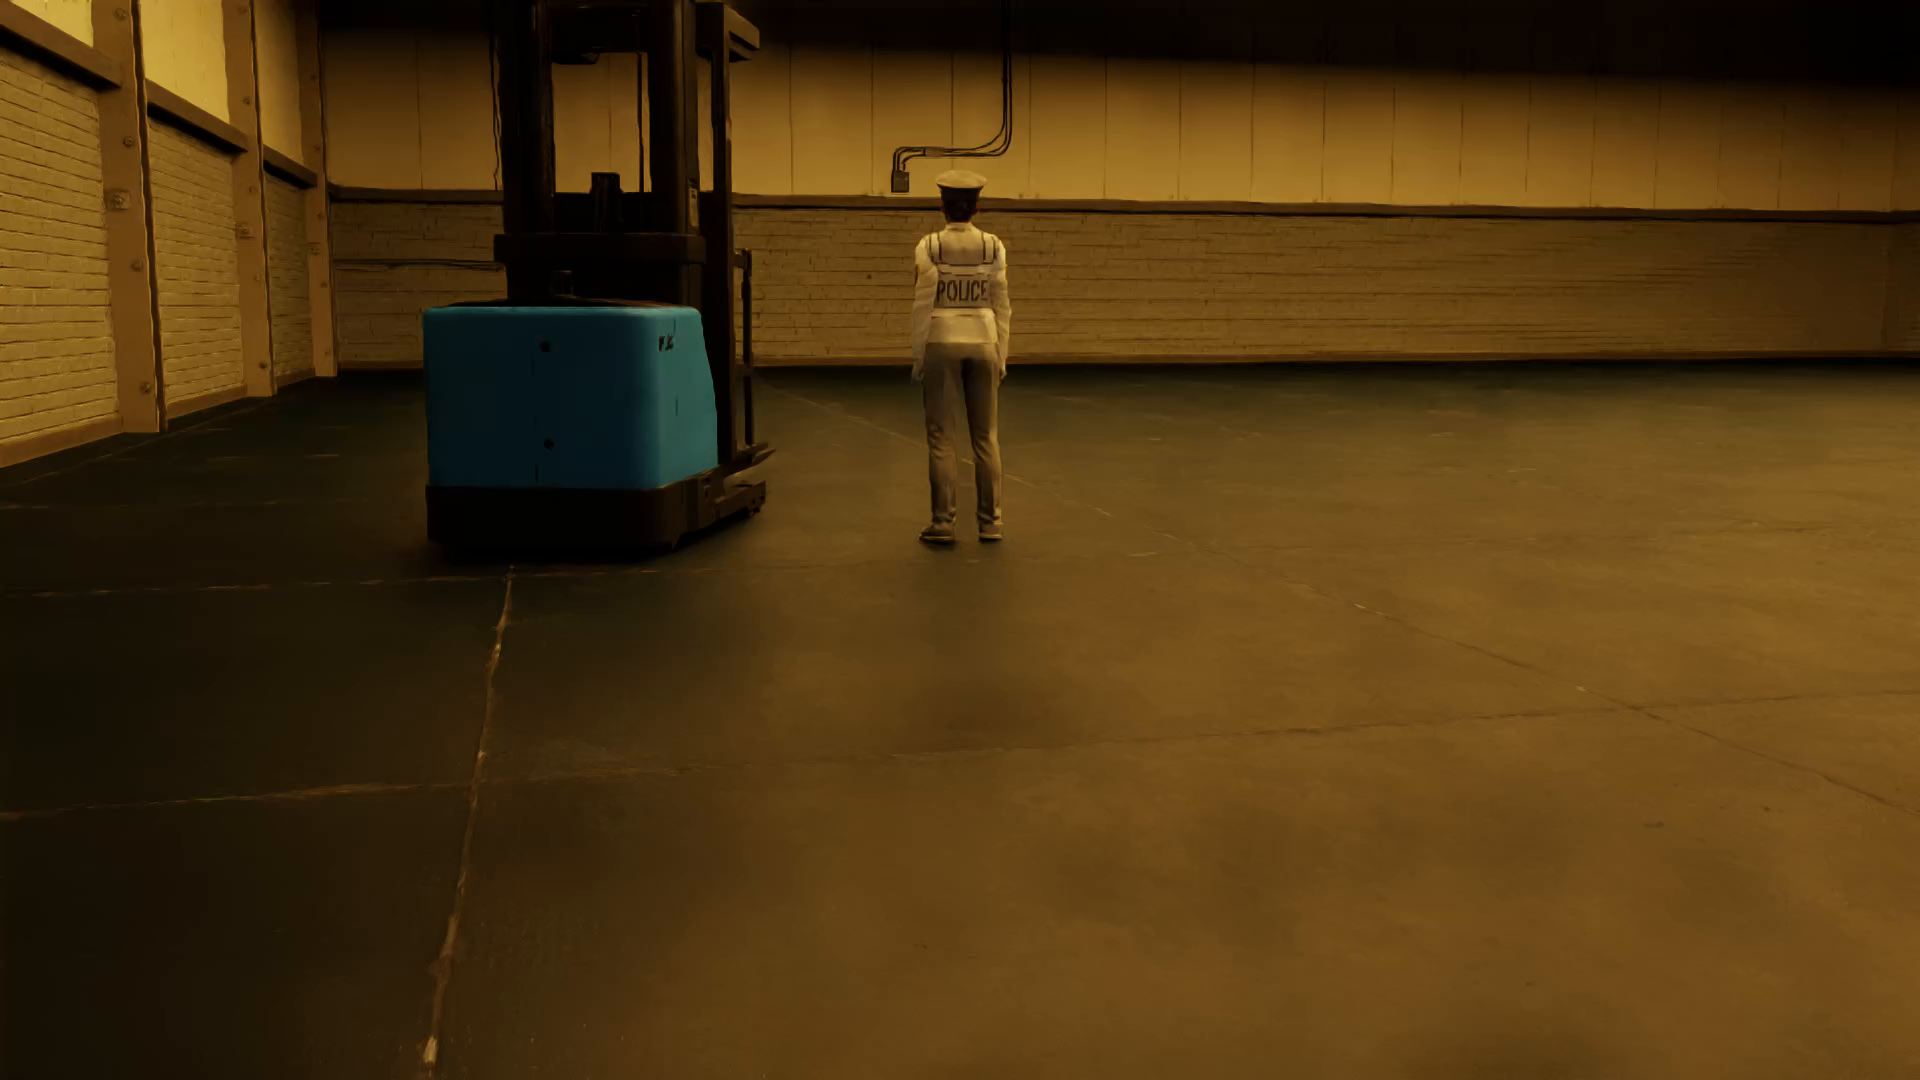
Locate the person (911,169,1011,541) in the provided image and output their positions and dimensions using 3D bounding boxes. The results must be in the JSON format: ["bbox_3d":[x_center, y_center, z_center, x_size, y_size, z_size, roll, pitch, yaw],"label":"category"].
[{"bbox_3d":[-0.005,-0.837,7.604,0.463,1.692,0.337,-2,8,-13],"label":"person"}]

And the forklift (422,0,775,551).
[{"bbox_3d":[-1.623,-1.572,8.361,1.130,2.935,3.031,1,8,6],"label":"forklift"}]
